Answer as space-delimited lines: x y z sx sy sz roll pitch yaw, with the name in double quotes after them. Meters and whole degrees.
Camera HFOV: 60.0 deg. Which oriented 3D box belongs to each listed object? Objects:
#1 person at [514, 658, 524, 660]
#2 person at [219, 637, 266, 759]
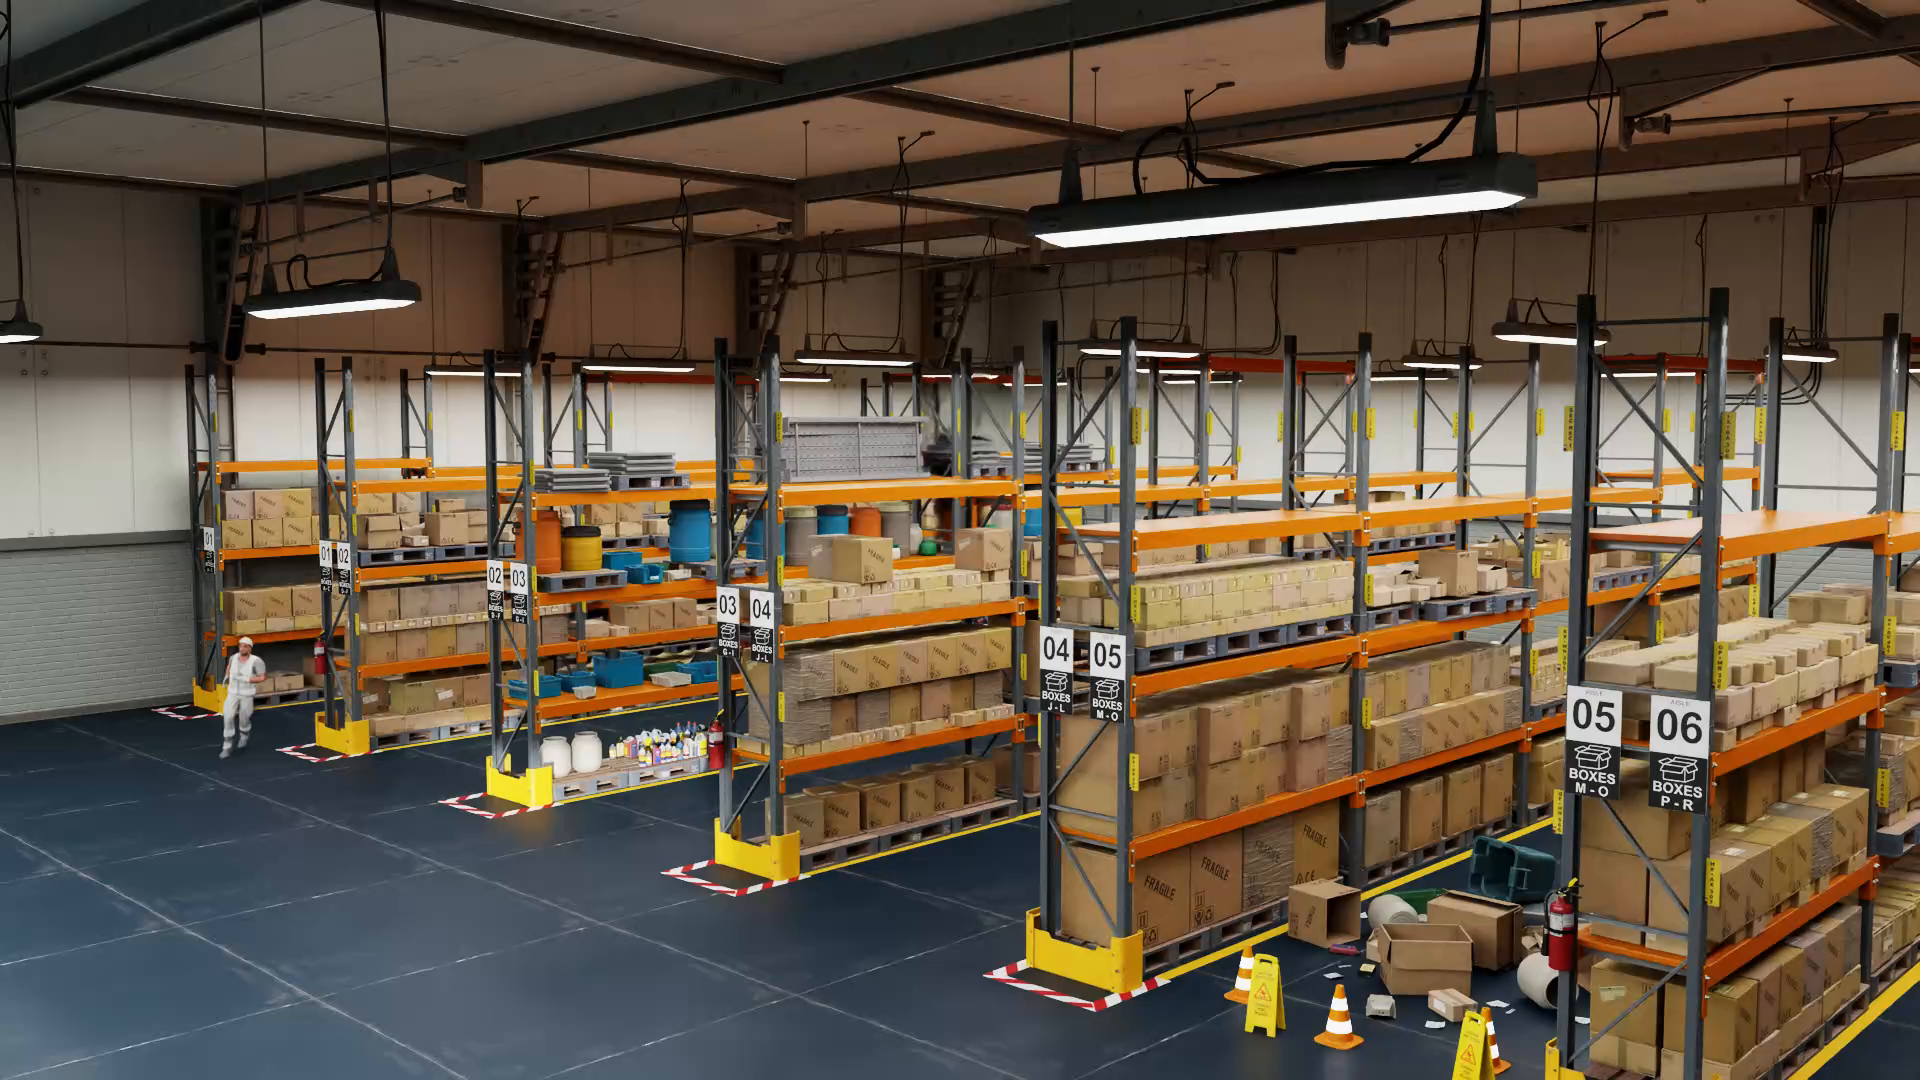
-7.900 2.001 30.338 0.668 1.687 0.803 3 5 36 "person"
-10.812 2.364 25.196 0.659 1.827 0.819 0 4 -4 "person"
